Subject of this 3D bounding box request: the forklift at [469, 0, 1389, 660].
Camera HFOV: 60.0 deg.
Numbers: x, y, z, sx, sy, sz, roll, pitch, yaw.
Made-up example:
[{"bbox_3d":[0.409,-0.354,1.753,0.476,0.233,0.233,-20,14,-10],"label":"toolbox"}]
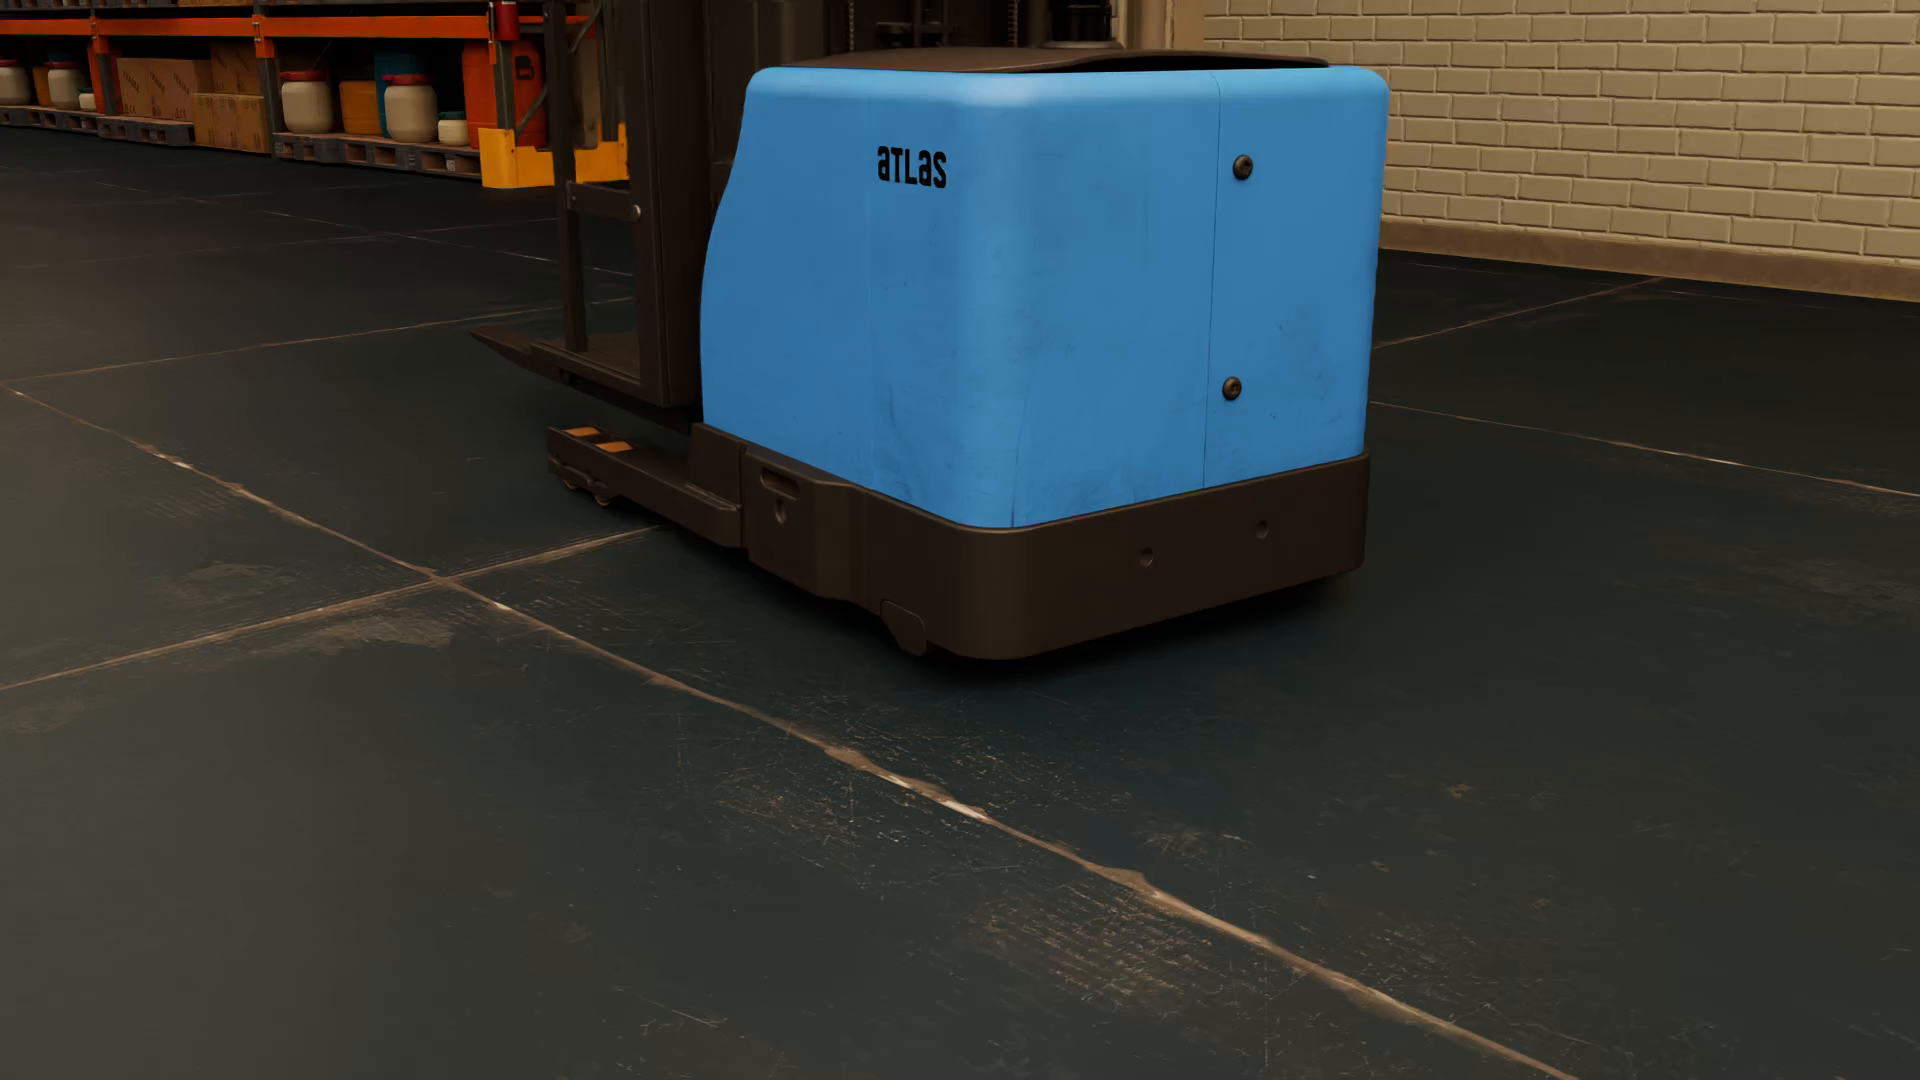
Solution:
[{"bbox_3d":[-0.417,-1.557,3.971,1.130,2.935,3.031,-12,21,-34],"label":"forklift"}]
